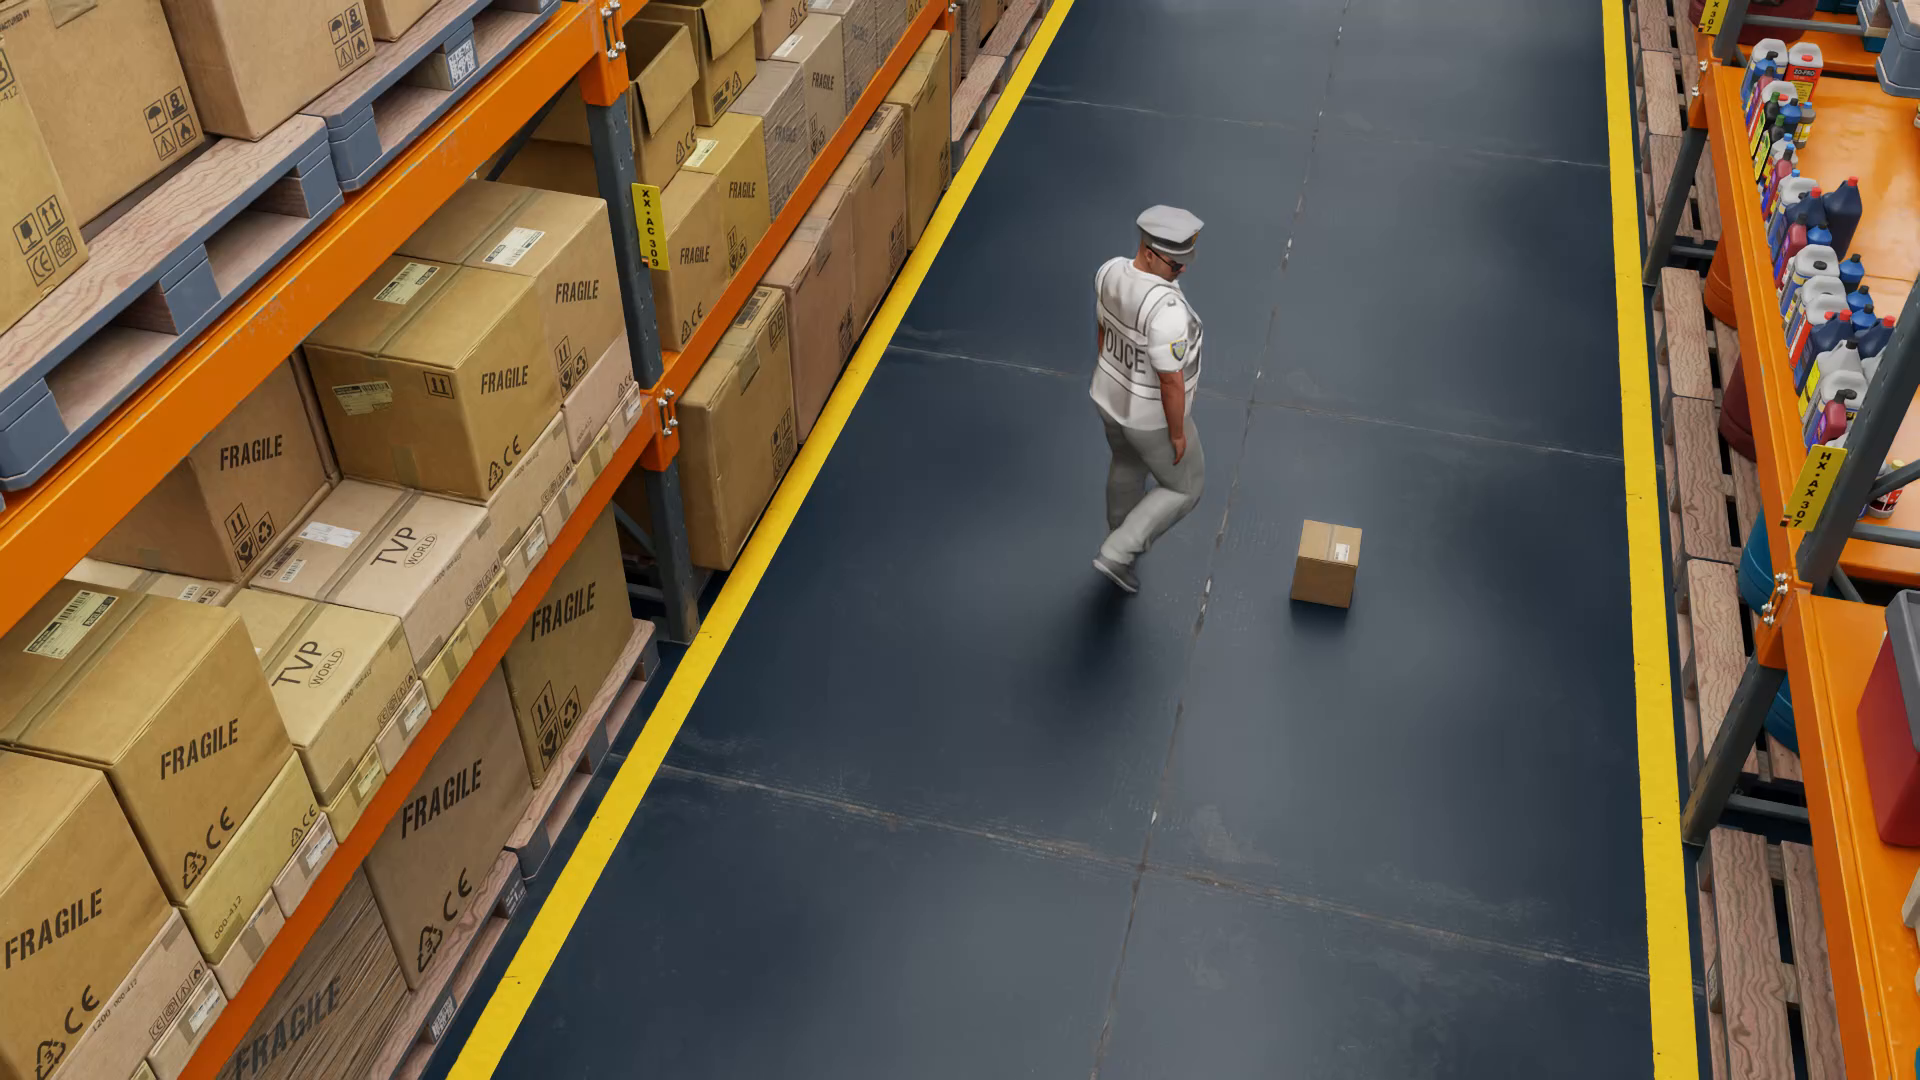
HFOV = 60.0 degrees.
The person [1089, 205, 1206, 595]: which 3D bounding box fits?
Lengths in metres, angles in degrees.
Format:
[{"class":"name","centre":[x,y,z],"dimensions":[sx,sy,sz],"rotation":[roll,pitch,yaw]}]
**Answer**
[{"class":"person","centre":[0.729,-0.551,6.776],"dimensions":[0.641,1.738,0.584],"rotation":[-23,46,-25]}]
